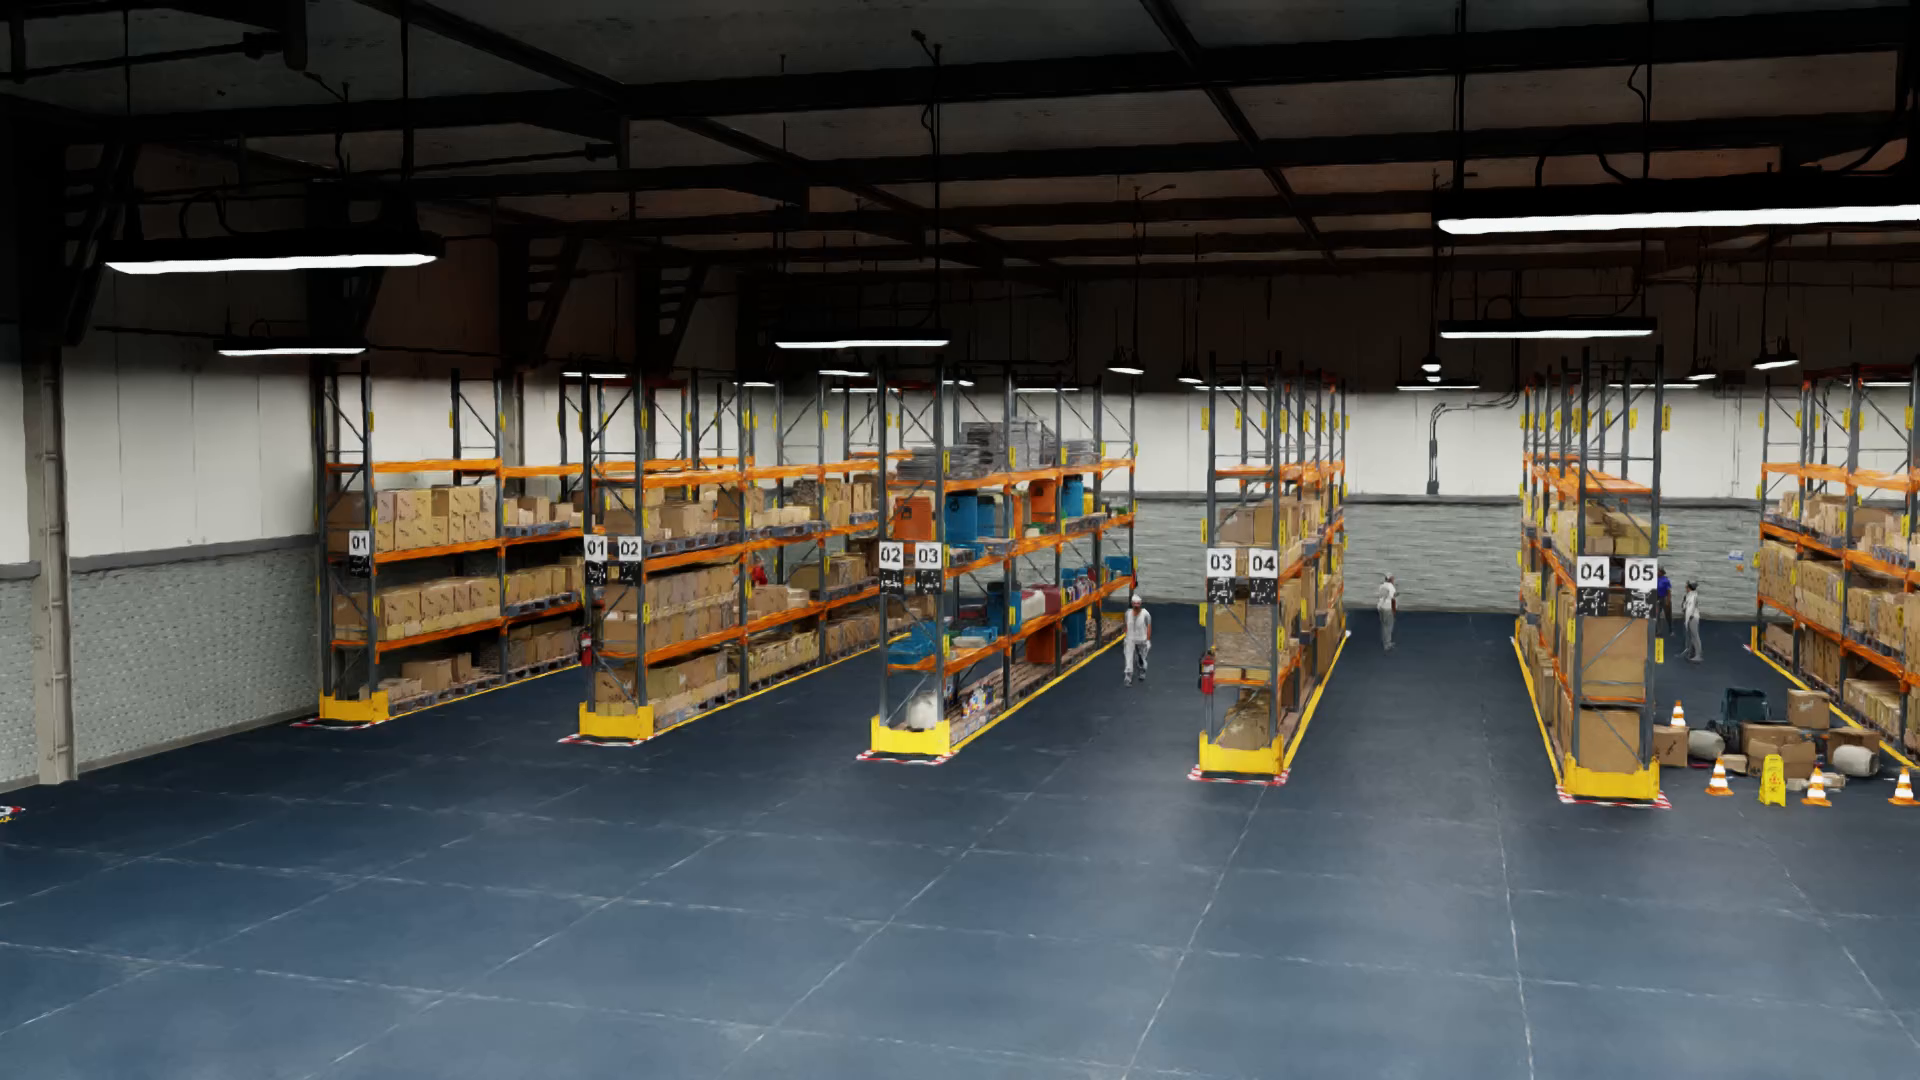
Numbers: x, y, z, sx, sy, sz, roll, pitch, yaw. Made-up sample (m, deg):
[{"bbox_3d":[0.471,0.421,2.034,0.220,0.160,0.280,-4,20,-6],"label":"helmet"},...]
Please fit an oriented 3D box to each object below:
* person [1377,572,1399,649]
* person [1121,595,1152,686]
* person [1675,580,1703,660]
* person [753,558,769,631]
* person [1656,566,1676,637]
[{"bbox_3d":[9.454,1.547,36.644,0.449,1.663,0.530,-1,4,-16],"label":"person"},{"bbox_3d":[3.349,1.882,31.522,0.550,1.709,1.128,1,4,14],"label":"person"},{"bbox_3d":[15.316,1.664,34.884,0.554,1.659,0.611,2,5,29],"label":"person"},{"bbox_3d":[-4.782,1.290,39.710,0.380,1.740,0.619,0,4,1],"label":"person"},{"bbox_3d":[16.357,1.436,38.633,0.573,1.628,0.499,-2,5,-25],"label":"person"}]
